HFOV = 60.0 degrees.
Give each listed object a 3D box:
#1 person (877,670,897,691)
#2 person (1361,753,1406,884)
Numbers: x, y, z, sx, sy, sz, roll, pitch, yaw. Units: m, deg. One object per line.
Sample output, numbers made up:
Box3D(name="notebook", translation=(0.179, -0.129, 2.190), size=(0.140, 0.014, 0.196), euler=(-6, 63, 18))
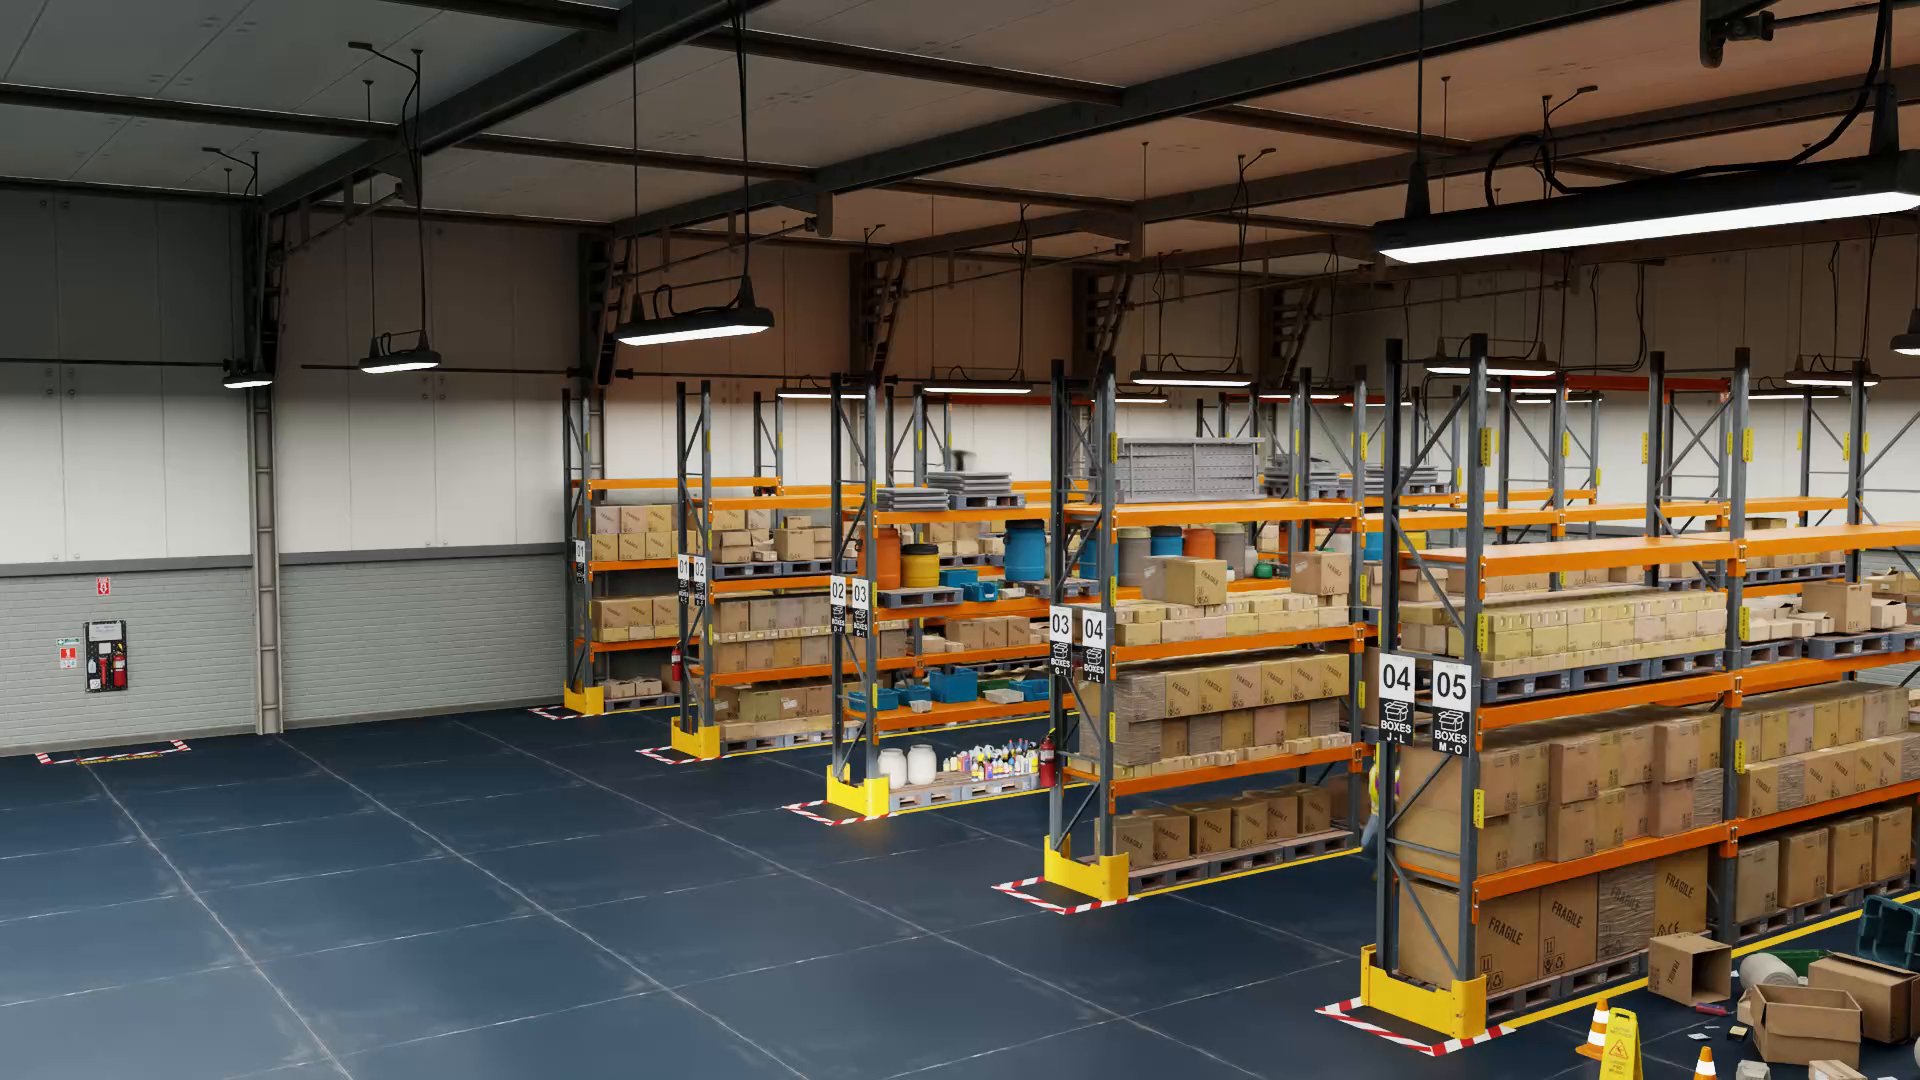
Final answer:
Box3D(name="person", translation=(-1.449, 2.296, 32.285), size=(0.536, 1.644, 0.693), euler=(3, 5, 36))
Box3D(name="person", translation=(4.819, 3.125, 18.781), size=(0.710, 1.625, 0.971), euler=(3, 5, 40))
